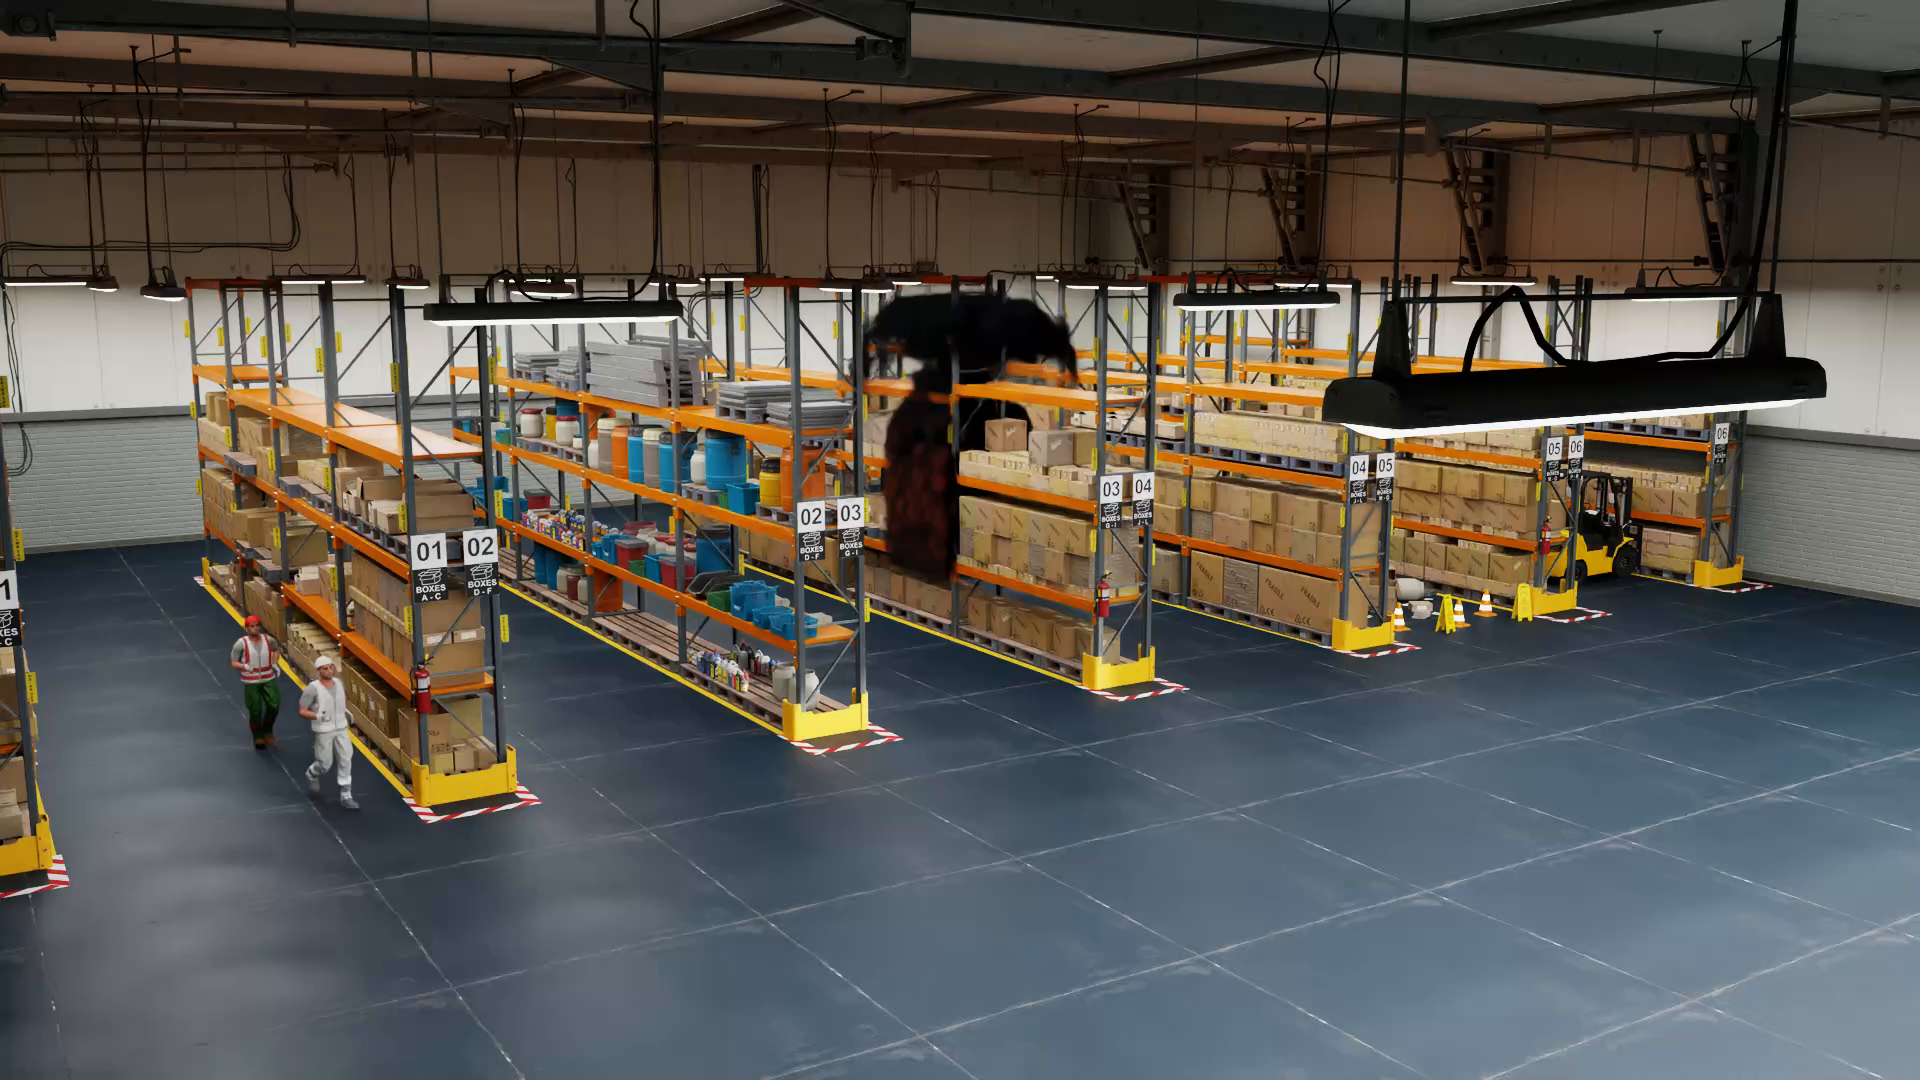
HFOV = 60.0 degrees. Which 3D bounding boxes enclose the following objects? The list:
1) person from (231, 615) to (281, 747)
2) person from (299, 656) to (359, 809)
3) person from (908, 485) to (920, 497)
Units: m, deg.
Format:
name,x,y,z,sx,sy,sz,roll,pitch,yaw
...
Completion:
name,x,y,z,sx,sy,sz,roll,pitch,yaw
person,-9.100,1.857,21.633,0.636,1.772,0.626,-7,12,-35
person,-7.336,2.219,19.370,0.955,1.761,0.659,8,13,41
person,-1.104,-1.467,41.924,0.502,1.639,0.659,5,11,29
